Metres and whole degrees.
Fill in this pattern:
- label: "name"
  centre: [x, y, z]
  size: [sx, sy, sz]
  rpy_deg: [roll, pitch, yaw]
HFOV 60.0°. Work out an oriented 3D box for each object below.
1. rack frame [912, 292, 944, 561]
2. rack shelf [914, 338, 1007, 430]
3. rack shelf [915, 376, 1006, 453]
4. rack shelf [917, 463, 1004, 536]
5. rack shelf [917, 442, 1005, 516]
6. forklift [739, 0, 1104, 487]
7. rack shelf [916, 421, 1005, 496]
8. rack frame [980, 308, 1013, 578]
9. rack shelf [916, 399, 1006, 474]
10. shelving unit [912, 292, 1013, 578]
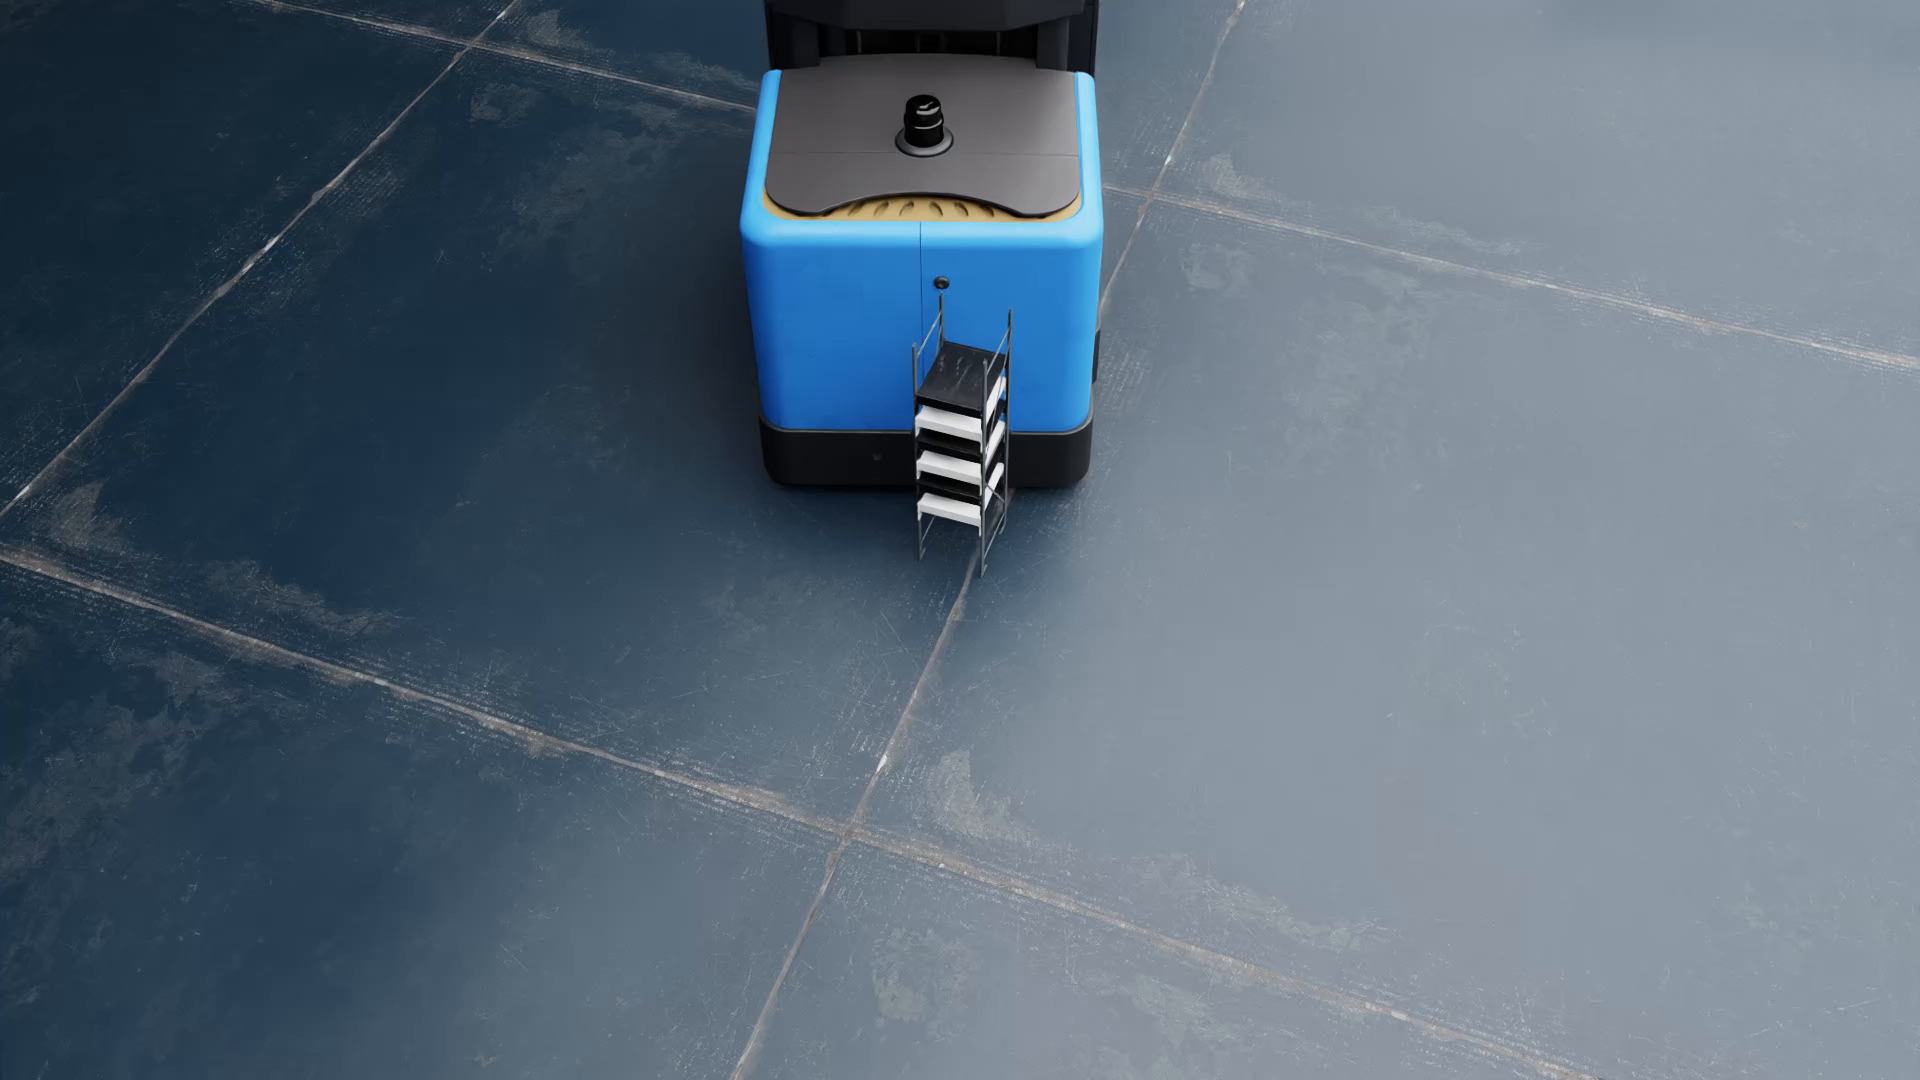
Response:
- label: "rack frame"
  centre: [-0.088, -0.315, 4.927]
  size: [0.006, 0.900, 0.240]
  rpy_deg: [15, 51, 13]
- label: "rack shelf"
  centre: [0.008, -0.445, 4.726]
  size: [0.200, 0.077, 0.258]
  rpy_deg: [15, 51, 13]
- label: "rack shelf"
  centre: [0.008, -0.386, 4.794]
  size: [0.200, 0.077, 0.258]
  rpy_deg: [15, 51, 13]
- label: "rack shelf"
  centre: [0.008, -0.149, 5.065]
  size: [0.200, 0.077, 0.258]
  rpy_deg: [15, 51, 13]
- label: "rack shelf"
  centre: [0.008, -0.208, 4.997]
  size: [0.200, 0.077, 0.258]
  rpy_deg: [15, 51, 13]
- label: "forklift"
  centre: [-0.088, -2.229, 5.243]
  size: [1.130, 2.935, 3.031]
  rpy_deg: [1, 49, 1]
- label: "rack shelf"
  centre: [0.008, -0.267, 4.929]
  size: [0.200, 0.077, 0.258]
  rpy_deg: [15, 51, 13]
- label: "rack frame"
  centre: [0.104, -0.264, 4.882]
  size: [0.006, 0.900, 0.240]
  rpy_deg: [15, 51, 13]
- label: "rack shelf"
  centre: [0.008, -0.326, 4.862]
  size: [0.200, 0.077, 0.258]
  rpy_deg: [15, 51, 13]
- label: "shelving unit"
  centre: [0.008, -0.289, 4.904]
  size: [0.210, 0.900, 0.258]
  rpy_deg: [15, 51, 13]
